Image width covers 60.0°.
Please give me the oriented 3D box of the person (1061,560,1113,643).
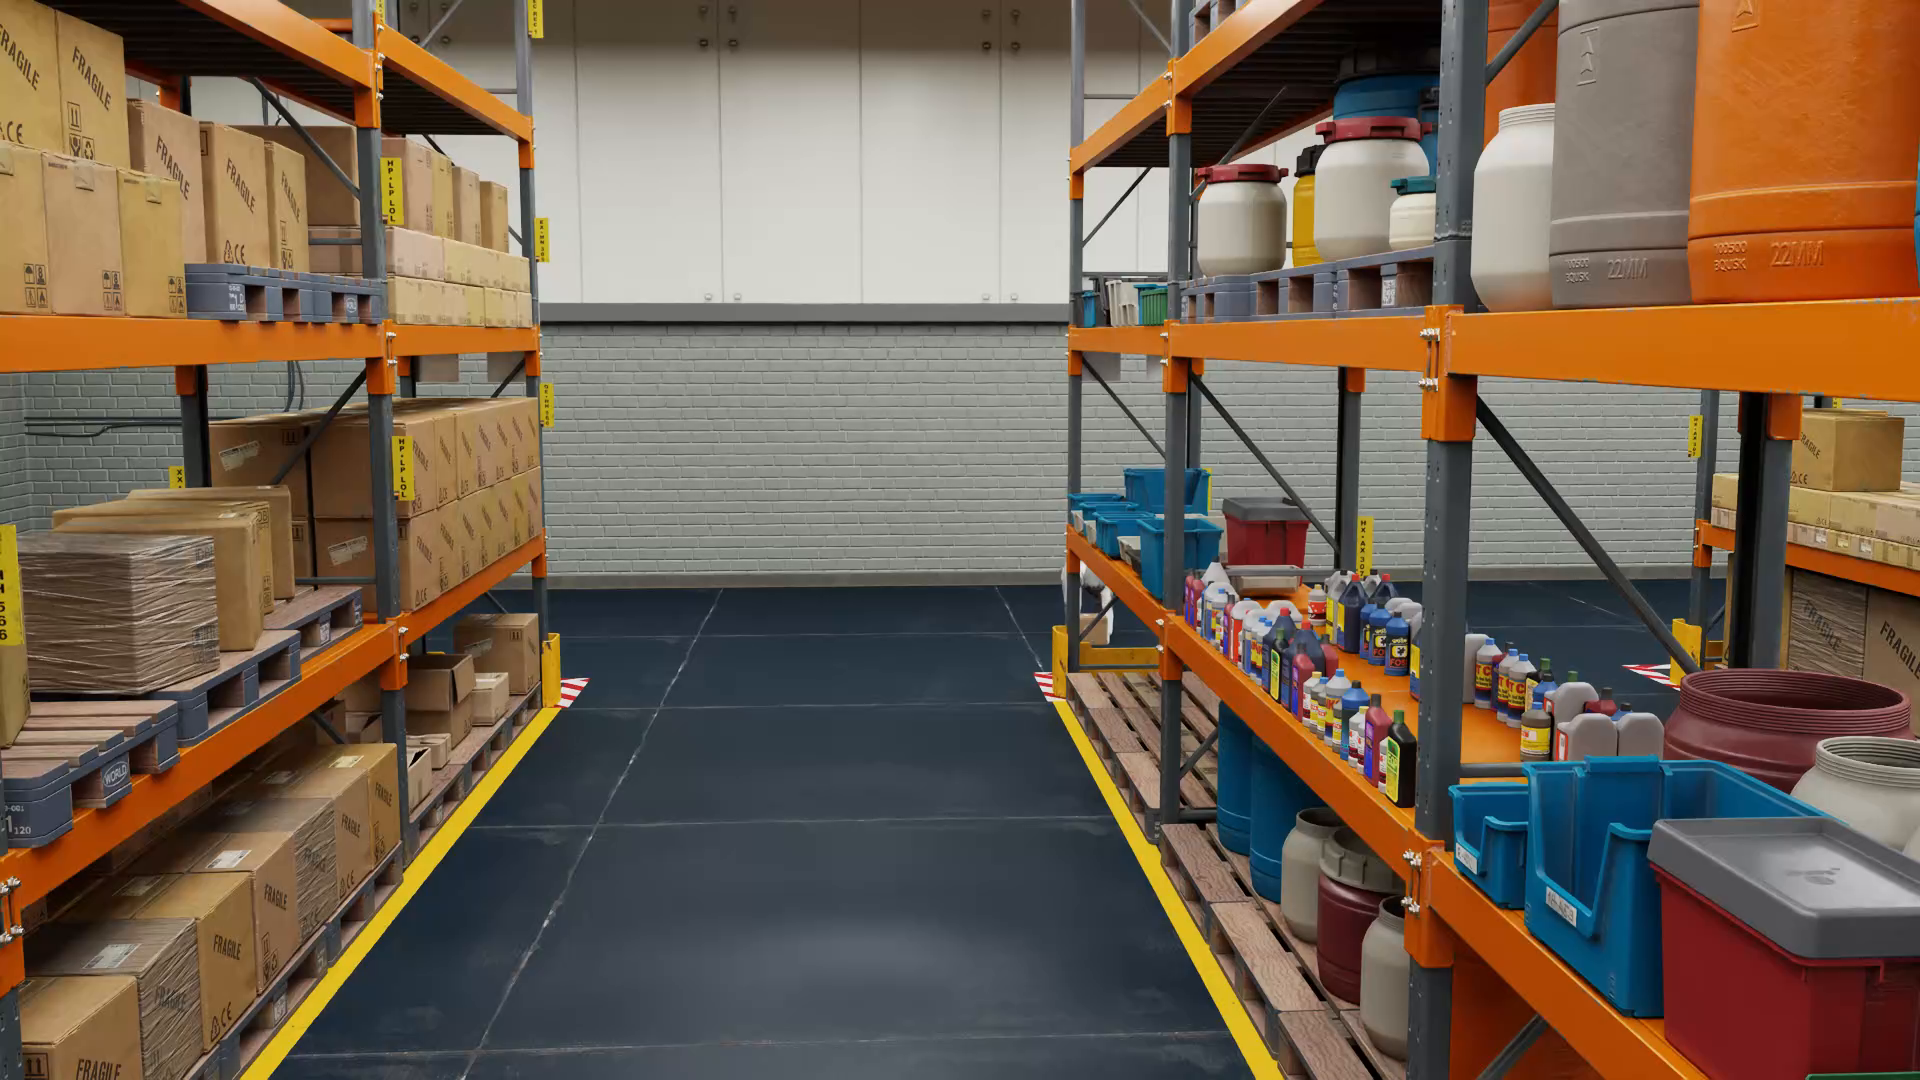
[{"bbox_3d":[1.169,0.532,15.252,0.445,0.759,0.914,-1,7,-5],"label":"person"}]
